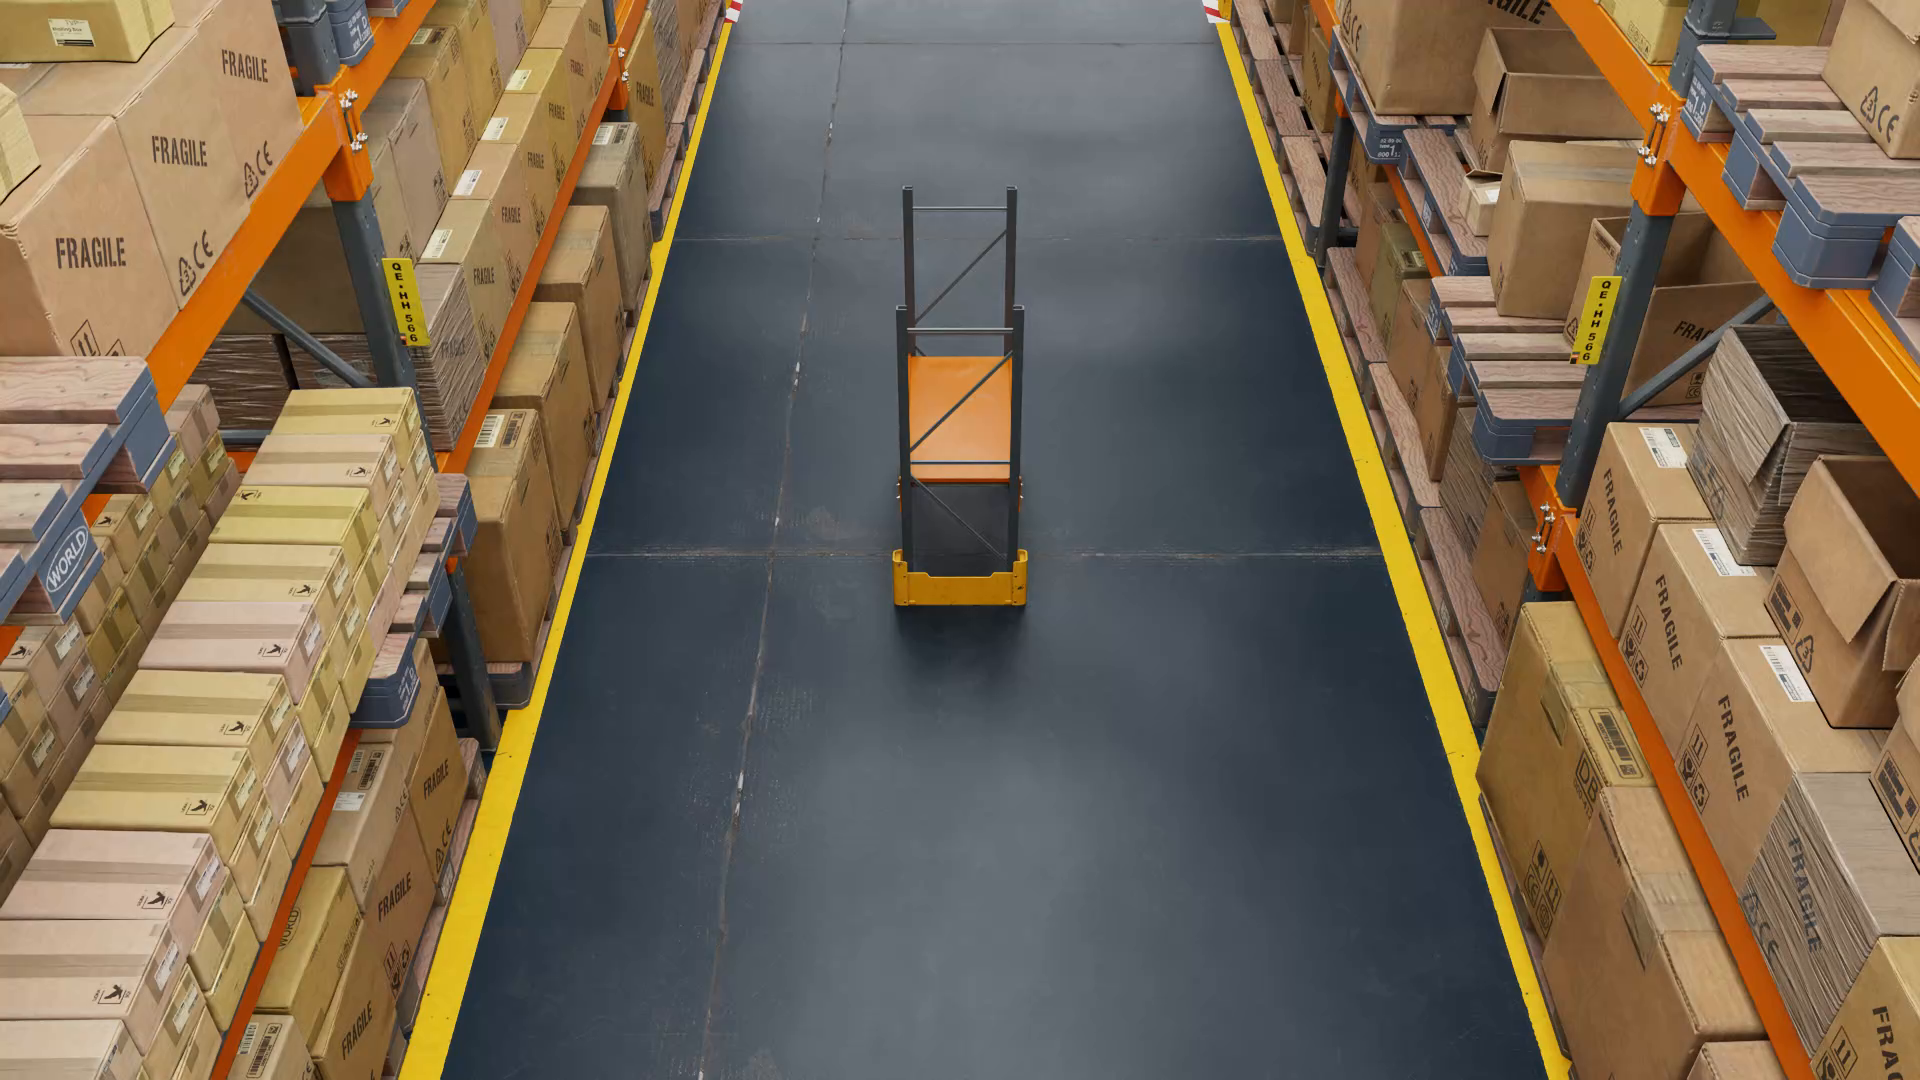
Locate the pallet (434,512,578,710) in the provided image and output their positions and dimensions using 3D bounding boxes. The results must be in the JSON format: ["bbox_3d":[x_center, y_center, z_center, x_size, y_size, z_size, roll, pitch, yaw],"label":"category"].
[{"bbox_3d":[-2.289,0.244,7.277,1.003,0.211,1.213,0,39,0],"label":"pallet"}]

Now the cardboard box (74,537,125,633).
[{"bbox_3d":[-2.558,0.127,4.582,0.380,0.149,0.250,-2,39,-2],"label":"cardboard box"}]

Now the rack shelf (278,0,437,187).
[{"bbox_3d":[-2.365,-2.492,6.637,1.077,0.370,4.000,0,39,0],"label":"rack shelf"}]

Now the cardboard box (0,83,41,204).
[{"bbox_3d":[-2.081,-0.802,3.262,0.396,0.266,0.258,0,39,0],"label":"cardboard box"}]

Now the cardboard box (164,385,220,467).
[{"bbox_3d":[-2.556,-0.357,5.187,0.380,0.149,0.250,0,39,0],"label":"cardboard box"}]

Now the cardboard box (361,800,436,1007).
[{"bbox_3d":[-2.104,1.196,5.522,0.500,0.500,0.500,1,39,2],"label":"cardboard box"}]

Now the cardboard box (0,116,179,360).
[{"bbox_3d":[-2.098,-0.579,3.595,0.500,0.500,0.500,0,39,0],"label":"cardboard box"}]

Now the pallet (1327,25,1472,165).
[{"bbox_3d":[2.448,-2.240,8.300,1.003,0.211,1.213,0,39,0],"label":"pallet"}]

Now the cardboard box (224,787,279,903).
[{"bbox_3d":[-1.903,0.743,4.051,0.380,0.149,0.250,-1,39,-1],"label":"cardboard box"}]

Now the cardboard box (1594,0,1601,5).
[{"bbox_3d":[2.337,-2.011,5.582,0.500,0.250,0.500,0,39,0],"label":"cardboard box"}]

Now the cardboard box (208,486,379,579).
[{"bbox_3d":[-1.906,-0.022,4.768,0.380,0.149,0.250,1,39,1],"label":"cardboard box"}]

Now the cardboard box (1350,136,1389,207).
[{"bbox_3d":[2.632,-2.232,9.799,0.500,0.500,0.500,-1,39,-1],"label":"cardboard box"}]

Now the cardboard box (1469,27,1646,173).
[{"bbox_3d":[2.687,-1.913,7.320,0.797,0.503,0.637,4,39,5],"label":"cardboard box"}]

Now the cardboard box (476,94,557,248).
[{"bbox_3d":[-2.096,-1.616,7.288,0.500,0.500,0.500,0,39,-1],"label":"cardboard box"}]

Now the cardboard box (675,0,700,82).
[{"bbox_3d":[-2.302,-3.715,11.350,0.875,0.875,0.875,-1,39,-1],"label":"cardboard box"}]

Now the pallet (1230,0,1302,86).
[{"bbox_3d":[2.553,-3.651,12.137,1.003,0.211,1.213,0,39,0],"label":"pallet"}]

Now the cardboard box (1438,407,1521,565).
[{"bbox_3d":[2.563,-0.254,7.315,0.700,0.500,0.500,-3,39,-4],"label":"cardboard box"}]

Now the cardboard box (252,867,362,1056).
[{"bbox_3d":[-2.104,1.229,4.881,0.500,0.250,0.500,1,39,1],"label":"cardboard box"}]

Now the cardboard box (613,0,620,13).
[{"bbox_3d":[-2.380,-3.142,9.152,0.875,0.550,0.550,0,39,0],"label":"cardboard box"}]

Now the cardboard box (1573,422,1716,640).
[{"bbox_3d":[2.325,-0.027,5.305,0.500,0.500,0.500,1,39,1],"label":"cardboard box"}]

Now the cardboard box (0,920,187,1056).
[{"bbox_3d":[-1.902,0.955,3.549,0.380,0.149,0.250,0,39,0],"label":"cardboard box"}]

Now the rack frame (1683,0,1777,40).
[{"bbox_3d":[2.597,-2.633,3.839,1.000,3.000,0.127,0,39,0],"label":"rack frame"}]

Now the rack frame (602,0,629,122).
[{"bbox_3d":[-2.368,-2.853,8.911,1.000,3.000,0.127,0,39,0],"label":"rack frame"}]

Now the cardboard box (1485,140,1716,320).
[{"bbox_3d":[2.456,-1.181,6.410,0.700,0.500,0.500,5,39,7],"label":"cardboard box"}]

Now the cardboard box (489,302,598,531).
[{"bbox_3d":[-2.278,-0.565,7.519,1.050,0.750,0.750,1,39,1],"label":"cardboard box"}]

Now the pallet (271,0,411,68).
[{"bbox_3d":[-2.417,-1.851,5.413,1.213,0.211,1.003,2,39,2],"label":"pallet"}]

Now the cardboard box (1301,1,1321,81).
[{"bbox_3d":[2.589,-3.327,11.166,0.500,0.500,0.500,3,39,4],"label":"cardboard box"}]

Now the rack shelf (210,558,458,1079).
[{"bbox_3d":[-2.361,1.180,4.454,1.077,0.370,4.000,0,39,0],"label":"rack shelf"}]

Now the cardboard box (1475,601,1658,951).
[{"bbox_3d":[2.577,0.805,5.710,1.225,0.875,0.875,-2,39,-2],"label":"cardboard box"}]

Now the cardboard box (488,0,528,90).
[{"bbox_3d":[-2.358,-2.334,7.384,0.700,0.500,0.500,0,39,0],"label":"cardboard box"}]

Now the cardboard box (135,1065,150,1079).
[{"bbox_3d":[-1.903,1.235,3.437,0.380,0.149,0.250,-2,39,-2],"label":"cardboard box"}]

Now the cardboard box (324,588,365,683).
[{"bbox_3d":[-1.902,0.263,4.650,0.380,0.149,0.250,0,39,0],"label":"cardboard box"}]

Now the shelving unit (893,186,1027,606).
[{"bbox_3d":[0.000,-0.633,7.340,0.587,1.500,1.083,0,39,0],"label":"shelving unit"}]

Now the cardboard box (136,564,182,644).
[{"bbox_3d":[-2.563,0.199,4.968,0.380,0.149,0.250,2,39,2],"label":"cardboard box"}]

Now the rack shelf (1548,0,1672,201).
[{"bbox_3d":[2.595,-2.432,6.563,1.077,0.370,4.000,0,39,0],"label":"rack shelf"}]

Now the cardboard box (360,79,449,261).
[{"bbox_3d":[-2.356,-1.377,6.191,0.700,0.500,0.500,-1,39,-1],"label":"cardboard box"}]

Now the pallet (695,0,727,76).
[{"bbox_3d":[-2.293,-3.766,12.281,1.003,0.211,1.213,0,39,0],"label":"pallet"}]

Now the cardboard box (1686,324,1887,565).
[{"bbox_3d":[2.582,-0.265,4.800,0.797,0.503,0.637,1,39,1],"label":"cardboard box"}]

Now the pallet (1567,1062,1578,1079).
[{"bbox_3d":[2.521,2.051,5.022,1.003,0.211,1.213,0,39,0],"label":"pallet"}]

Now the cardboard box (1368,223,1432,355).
[{"bbox_3d":[2.553,-1.307,8.629,0.700,0.500,0.500,0,39,0],"label":"cardboard box"}]

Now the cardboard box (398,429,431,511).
[{"bbox_3d":[-1.907,-0.225,5.259,0.380,0.149,0.250,1,39,1],"label":"cardboard box"}]

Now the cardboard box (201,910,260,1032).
[{"bbox_3d":[-1.906,1.021,3.942,0.380,0.149,0.250,-1,39,-1],"label":"cardboard box"}]

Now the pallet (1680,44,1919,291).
[{"bbox_3d":[2.651,-0.986,4.334,1.213,0.211,1.003,2,39,2],"label":"pallet"}]

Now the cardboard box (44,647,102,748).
[{"bbox_3d":[-2.557,0.419,4.455,0.380,0.149,0.250,0,39,0],"label":"cardboard box"}]

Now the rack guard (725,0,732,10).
[{"bbox_3d":[-2.372,-4.394,12.833,1.175,0.500,0.348,0,39,0],"label":"rack guard"}]

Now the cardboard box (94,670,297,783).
[{"bbox_3d":[-1.905,0.466,4.160,0.380,0.149,0.250,2,39,2],"label":"cardboard box"}]

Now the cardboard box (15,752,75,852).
[{"bbox_3d":[-2.561,0.692,4.353,0.380,0.149,0.250,0,39,1],"label":"cardboard box"}]

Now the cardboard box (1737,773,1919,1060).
[{"bbox_3d":[2.331,0.929,4.112,0.500,0.500,0.500,0,39,0],"label":"cardboard box"}]

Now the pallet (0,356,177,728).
[{"bbox_3d":[-2.257,0.018,3.080,1.213,0.211,1.003,0,39,0],"label":"pallet"}]

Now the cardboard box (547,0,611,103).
[{"bbox_3d":[-2.100,-2.566,8.473,0.500,0.500,0.500,0,39,0],"label":"cardboard box"}]

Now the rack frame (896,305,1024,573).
[{"bbox_3d":[0.000,-0.321,6.951,0.500,1.500,0.032,0,39,0],"label":"rack frame"}]

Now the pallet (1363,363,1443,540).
[{"bbox_3d":[2.599,-0.453,8.147,1.003,0.211,1.213,0,39,0],"label":"pallet"}]

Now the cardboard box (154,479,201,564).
[{"bbox_3d":[-2.561,-0.061,5.055,0.380,0.149,0.250,2,39,2],"label":"cardboard box"}]

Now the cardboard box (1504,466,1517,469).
[{"bbox_3d":[2.555,-0.531,7.062,0.500,0.250,0.500,4,39,5],"label":"cardboard box"}]

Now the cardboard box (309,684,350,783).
[{"bbox_3d":[-1.905,0.531,4.553,0.380,0.149,0.250,-2,39,-2],"label":"cardboard box"}]

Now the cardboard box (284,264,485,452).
[{"bbox_3d":[-2.094,-0.671,6.109,0.500,0.500,0.500,0,39,0],"label":"cardboard box"}]

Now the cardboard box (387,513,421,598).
[{"bbox_3d":[-1.904,0.046,5.159,0.380,0.149,0.250,0,39,0],"label":"cardboard box"}]
